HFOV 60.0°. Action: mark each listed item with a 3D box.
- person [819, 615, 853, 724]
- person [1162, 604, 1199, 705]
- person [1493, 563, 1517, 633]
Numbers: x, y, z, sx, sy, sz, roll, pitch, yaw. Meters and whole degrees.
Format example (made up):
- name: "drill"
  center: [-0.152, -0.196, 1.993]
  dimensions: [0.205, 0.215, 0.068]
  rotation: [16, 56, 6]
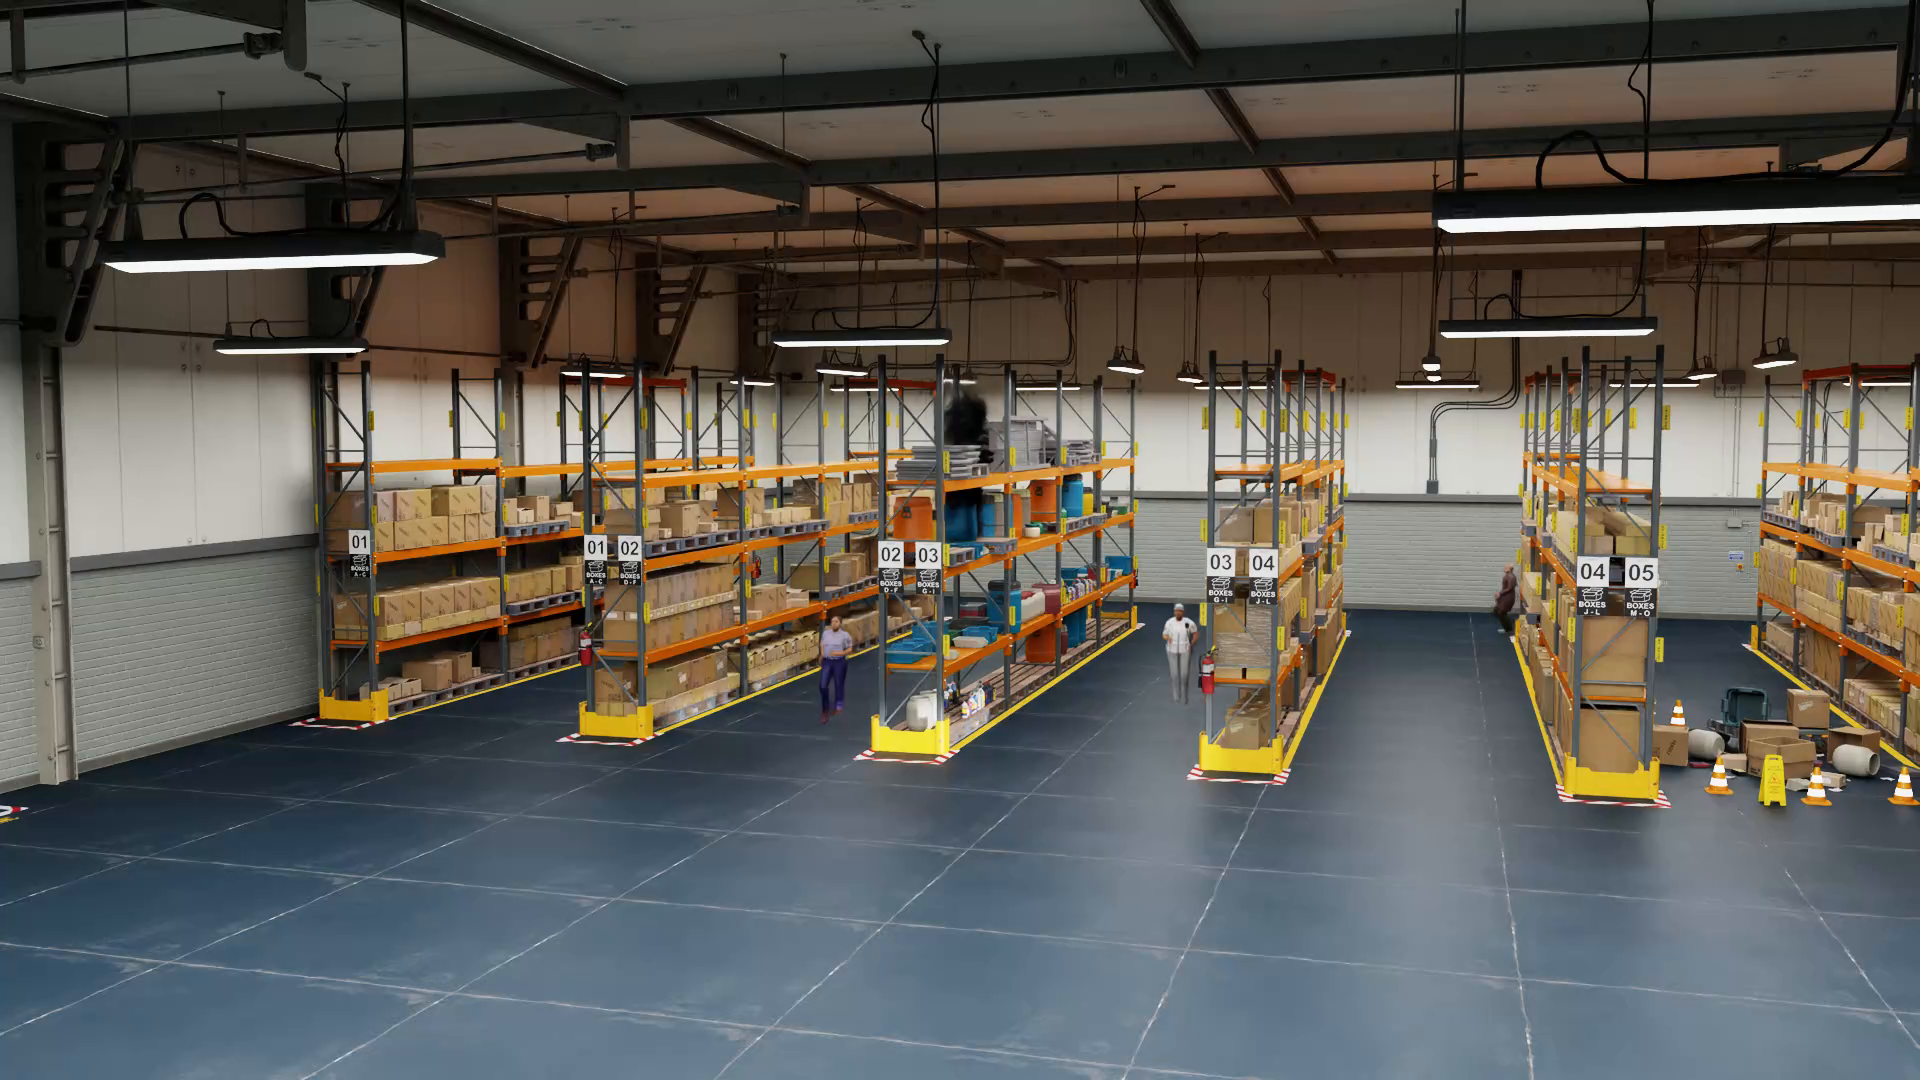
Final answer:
- name: "person"
  center: [-1.992, 2.067, 26.480]
  dimensions: [0.597, 1.717, 0.633]
  rotation: [1, 4, 13]
- name: "person"
  center: [3.677, 1.928, 27.868]
  dimensions: [0.591, 1.711, 0.576]
  rotation: [1, 4, 13]
- name: "person"
  center: [12.786, 1.365, 39.001]
  dimensions: [0.572, 1.691, 0.823]
  rotation: [1, 4, 9]
